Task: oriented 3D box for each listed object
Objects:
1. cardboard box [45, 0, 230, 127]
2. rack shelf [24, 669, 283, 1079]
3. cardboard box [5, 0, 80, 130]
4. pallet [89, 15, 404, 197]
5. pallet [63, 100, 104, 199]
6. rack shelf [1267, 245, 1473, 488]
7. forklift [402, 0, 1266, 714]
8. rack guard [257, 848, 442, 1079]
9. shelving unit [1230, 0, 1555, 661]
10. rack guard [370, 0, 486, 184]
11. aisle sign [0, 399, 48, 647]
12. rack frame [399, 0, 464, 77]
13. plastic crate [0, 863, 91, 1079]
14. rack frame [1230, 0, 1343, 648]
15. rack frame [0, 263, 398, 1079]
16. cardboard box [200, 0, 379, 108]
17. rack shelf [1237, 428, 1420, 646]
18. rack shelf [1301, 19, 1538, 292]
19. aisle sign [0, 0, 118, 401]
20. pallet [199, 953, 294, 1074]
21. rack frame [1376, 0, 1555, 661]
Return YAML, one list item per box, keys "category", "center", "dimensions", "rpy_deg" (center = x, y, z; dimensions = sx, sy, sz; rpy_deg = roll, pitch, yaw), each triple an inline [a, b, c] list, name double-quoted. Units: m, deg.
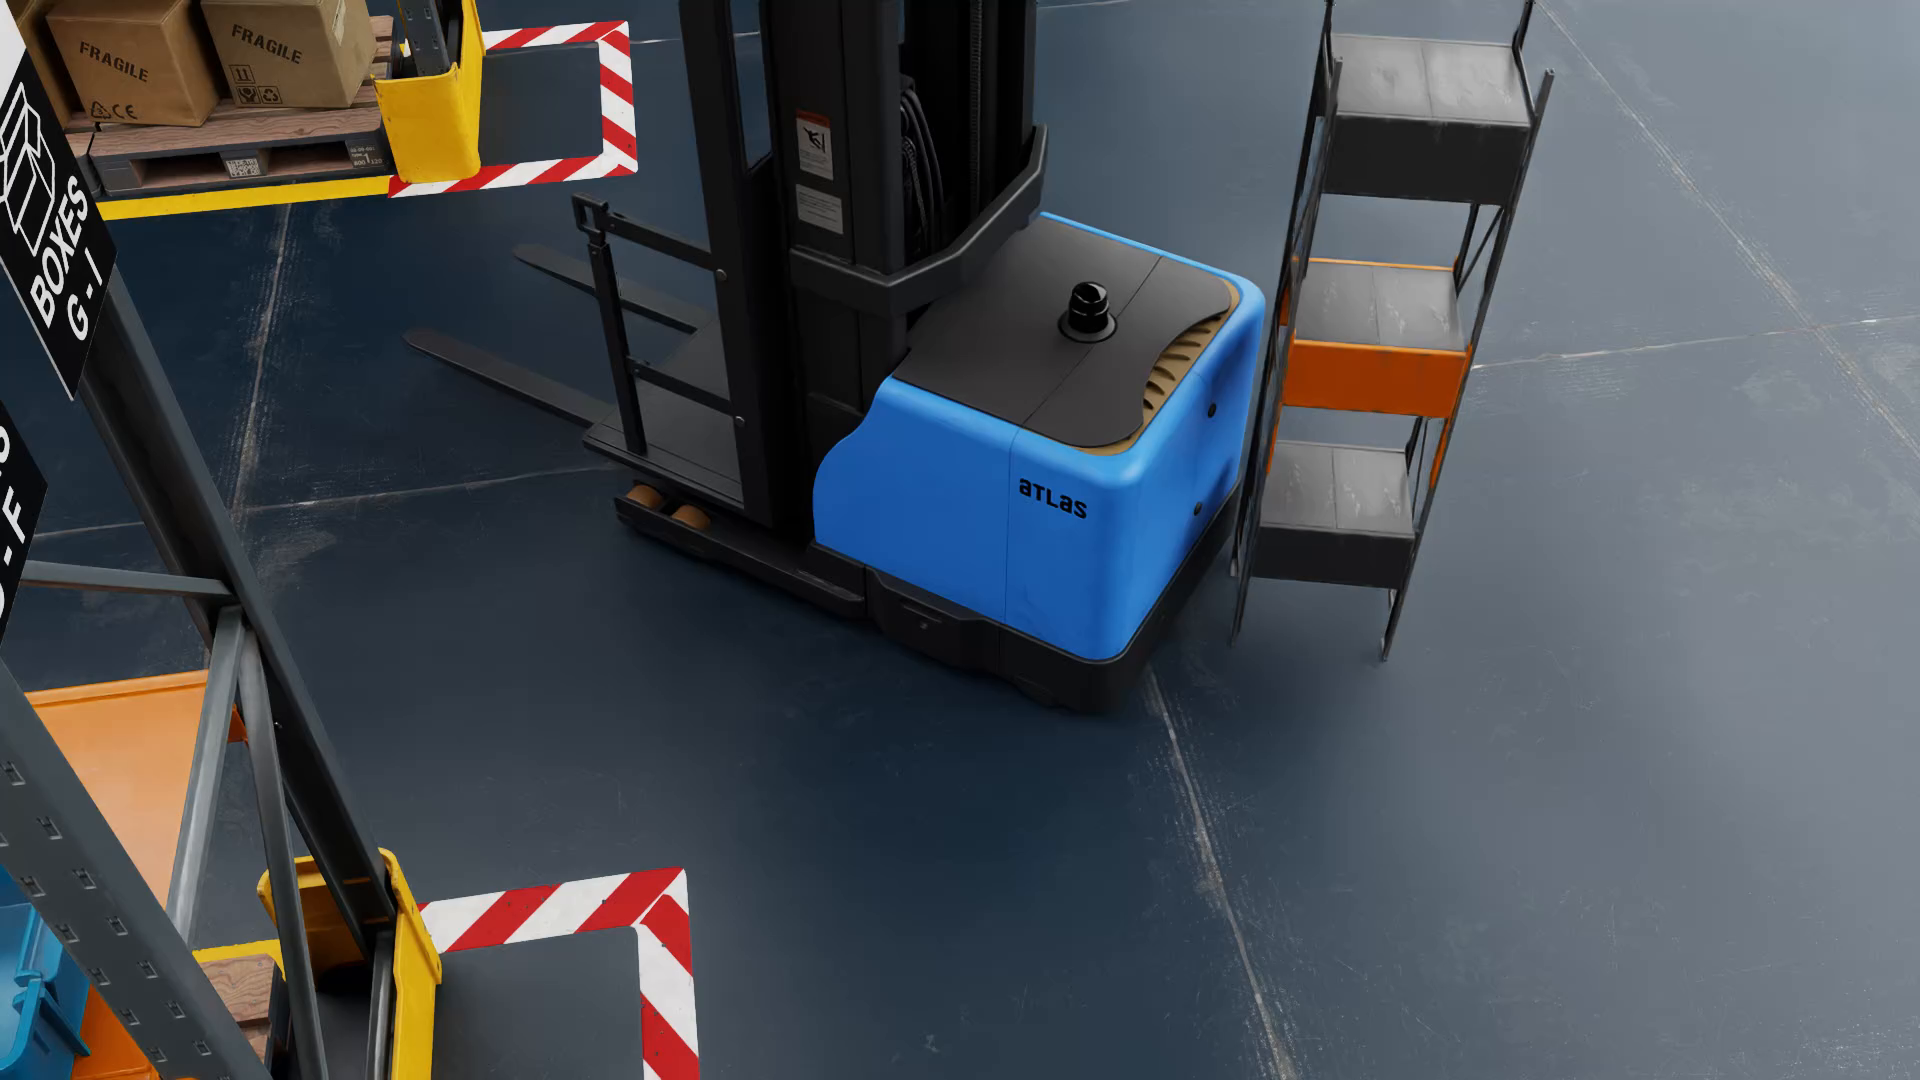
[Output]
- category: "cardboard box"
  center: [-3.499, -2.144, 7.177]
  dimensions: [0.500, 0.500, 0.500]
  rpy_deg: [4, 46, 4]
- category: "rack shelf"
  center: [-3.424, 0.981, 3.221]
  dimensions: [4.000, 0.370, 1.077]
  rpy_deg: [-7, 46, -7]
- category: "cardboard box"
  center: [-4.119, -2.081, 7.116]
  dimensions: [0.500, 0.500, 0.500]
  rpy_deg: [-3, 46, -3]
- category: "pallet"
  center: [-3.179, -1.977, 7.508]
  dimensions: [1.213, 0.211, 1.003]
  rpy_deg: [-7, 46, -7]
- category: "pallet"
  center: [-4.379, -1.830, 7.366]
  dimensions: [1.213, 0.211, 1.003]
  rpy_deg: [-7, 46, -7]
- category: "rack shelf"
  center: [1.155, -0.499, 4.787]
  dimensions: [0.480, 0.518, 0.431]
  rpy_deg: [5, 46, 5]
- category: "forklift"
  center: [-0.596, -1.277, 4.945]
  dimensions: [3.031, 2.935, 1.130]
  rpy_deg: [23, 50, 20]
- category: "rack guard"
  center: [-1.520, 1.396, 4.058]
  dimensions: [0.348, 0.500, 1.175]
  rpy_deg: [-7, 46, -7]
- category: "shelving unit"
  center: [1.155, -0.508, 4.777]
  dimensions: [0.503, 2.100, 0.431]
  rpy_deg: [5, 46, 5]
- category: "rack guard"
  center: [-2.373, -2.152, 7.476]
  dimensions: [0.348, 0.500, 1.175]
  rpy_deg: [-7, 46, -7]
- category: "aisle sign"
  center: [-1.332, -0.214, 2.068]
  dimensions: [0.004, 0.787, 0.394]
  rpy_deg: [-7, 46, -7]
- category: "rack frame"
  center: [-2.298, -3.029, 6.585]
  dimensions: [0.127, 3.000, 1.000]
  rpy_deg: [-7, 46, -7]
- category: "plastic crate"
  center: [-1.895, 0.811, 2.989]
  dimensions: [0.616, 0.251, 0.499]
  rpy_deg: [-7, 46, -7]
- category: "rack frame"
  center: [0.913, -0.529, 4.797]
  dimensions: [0.015, 2.100, 0.400]
  rpy_deg: [5, 46, 5]
- category: "rack frame"
  center: [-1.453, 0.486, 3.199]
  dimensions: [0.127, 3.000, 1.000]
  rpy_deg: [-7, 46, -7]
- category: "cardboard box"
  center: [-2.916, -2.242, 7.272]
  dimensions: [0.500, 0.500, 0.500]
  rpy_deg: [1, 46, 1]
- category: "rack shelf"
  center: [1.153, -0.008, 5.286]
  dimensions: [0.480, 0.518, 0.431]
  rpy_deg: [5, 46, 5]
- category: "rack shelf"
  center: [1.157, -0.990, 4.289]
  dimensions: [0.480, 0.518, 0.431]
  rpy_deg: [5, 46, 5]
- category: "aisle sign"
  center: [-1.432, -0.633, 2.471]
  dimensions: [0.004, 0.787, 0.394]
  rpy_deg: [-7, 46, -7]
- category: "pallet"
  center: [-2.322, 1.592, 4.069]
  dimensions: [1.213, 0.211, 1.003]
  rpy_deg: [-7, 46, -7]
- category: "rack frame"
  center: [1.397, -0.488, 4.758]
  dimensions: [0.015, 2.100, 0.400]
  rpy_deg: [5, 46, 5]
